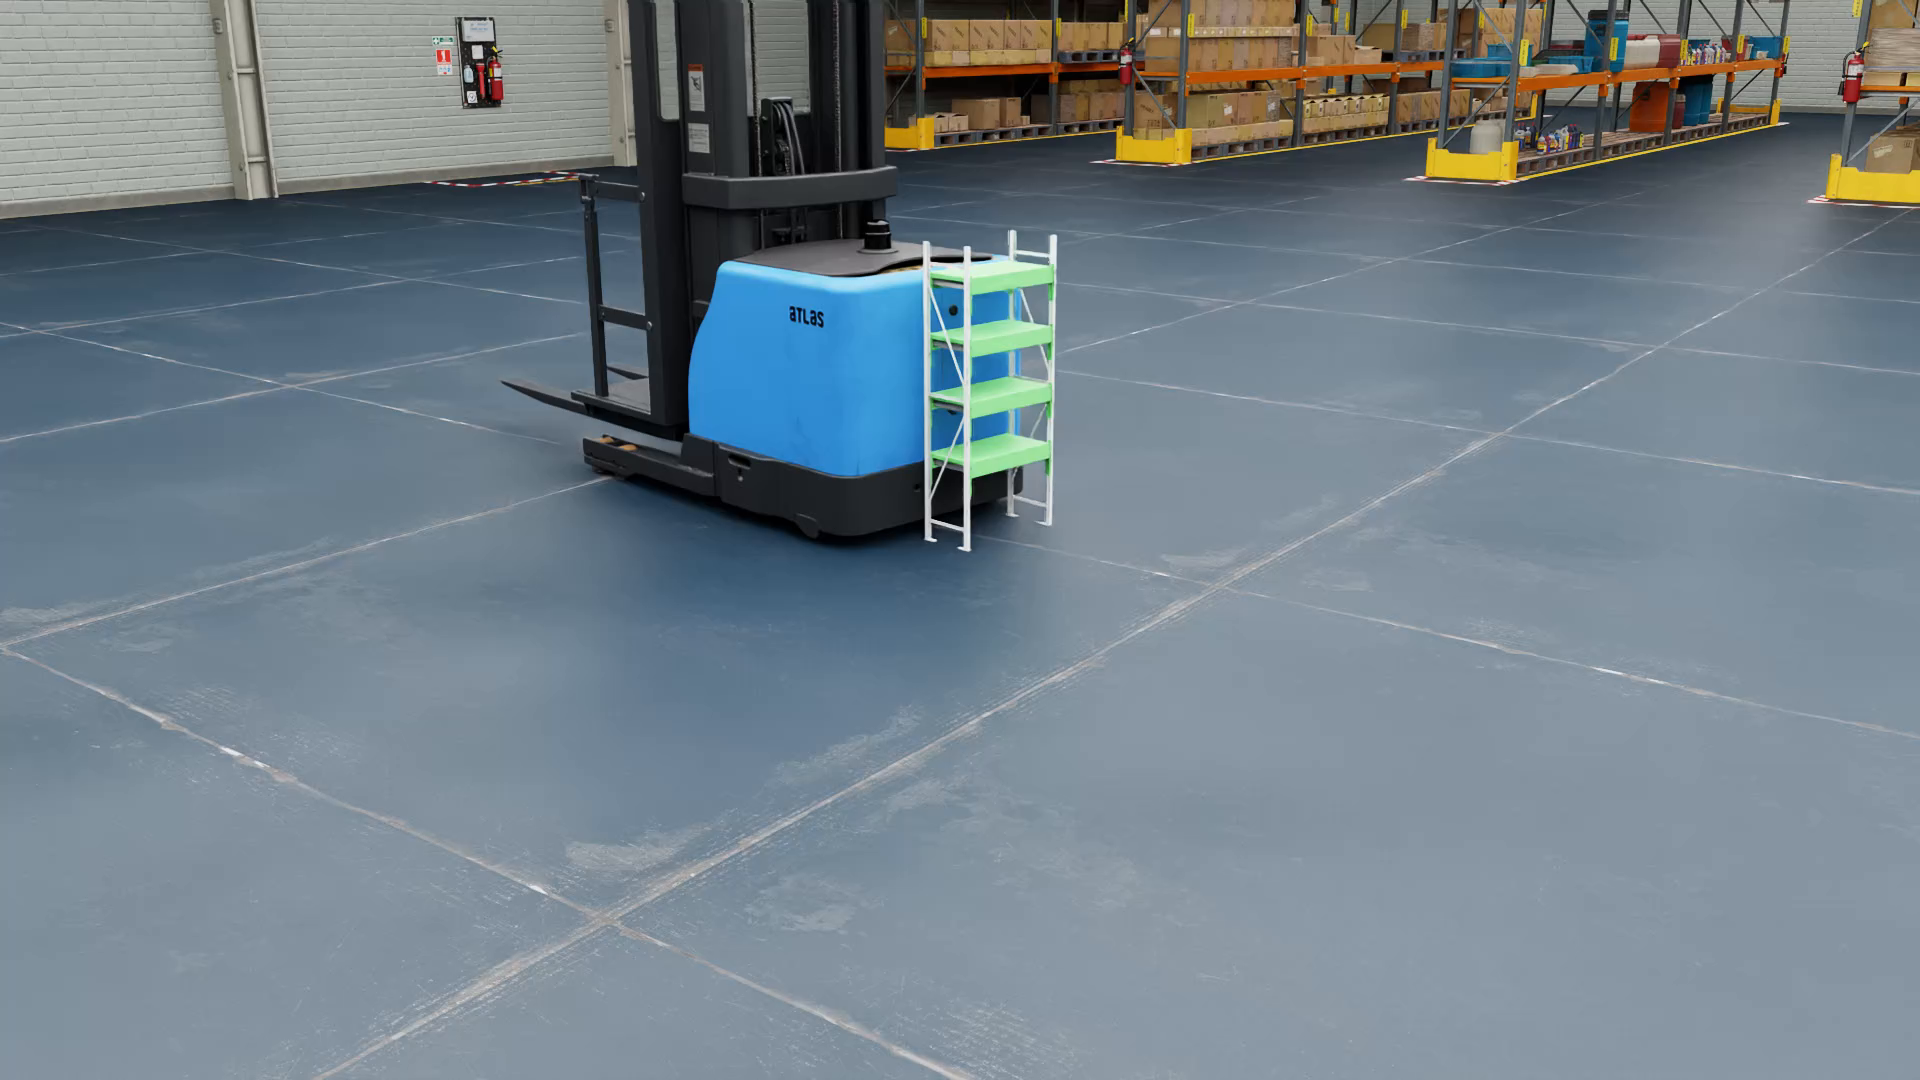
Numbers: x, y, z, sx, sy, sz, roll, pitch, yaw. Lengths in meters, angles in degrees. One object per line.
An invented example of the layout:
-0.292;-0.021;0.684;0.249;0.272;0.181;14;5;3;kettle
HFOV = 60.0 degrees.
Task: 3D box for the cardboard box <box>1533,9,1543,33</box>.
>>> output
12.442;-11.393;36.518;0.500;0.500;0.500;12;21;34;cardboard box

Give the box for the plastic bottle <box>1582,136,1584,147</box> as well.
9.346;-6.020;25.048;0.097;0.201;0.097;0;17;0;plastic bottle

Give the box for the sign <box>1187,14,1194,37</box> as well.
3.395;-7.563;24.447;0.100;0.325;0.005;12;21;35;sign

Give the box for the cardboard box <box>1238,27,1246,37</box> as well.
4.276;-7.990;26.153;0.380;0.149;0.250;13;21;35;cardboard box

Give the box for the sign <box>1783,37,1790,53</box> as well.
16.914;-10.130;34.033;0.100;0.325;0.005;12;21;35;sign

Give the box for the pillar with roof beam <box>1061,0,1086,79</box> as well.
5.727;-11.939;30.015;9.100;9.000;0.400;12;21;35;pillar with roof beam

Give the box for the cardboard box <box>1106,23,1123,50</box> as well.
2.743;-9.835;32.445;0.700;0.500;0.500;12;21;35;cardboard box

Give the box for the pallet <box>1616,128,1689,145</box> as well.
12.132;-7.104;29.264;1.003;0.211;1.213;12;21;35;pallet

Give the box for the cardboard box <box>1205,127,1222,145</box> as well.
3.746;-6.307;25.923;0.500;0.250;0.500;12;21;35;cardboard box

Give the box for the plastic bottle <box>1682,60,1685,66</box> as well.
12.445;-8.301;28.613;0.061;0.283;0.133;12;21;35;plastic bottle

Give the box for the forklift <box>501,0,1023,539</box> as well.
-1.110;-1.764;7.483;1.130;2.935;3.031;-16;23;-41;forklift

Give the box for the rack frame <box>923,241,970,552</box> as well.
-0.051;-0.552;6.499;0.240;1.200;0.015;16;24;42;rack frame

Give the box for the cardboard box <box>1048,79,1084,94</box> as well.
2.041;-8.697;31.899;0.500;0.250;0.500;12;21;34;cardboard box

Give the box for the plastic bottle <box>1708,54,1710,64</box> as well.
13.458;-8.676;29.958;0.097;0.201;0.097;0;17;0;plastic bottle

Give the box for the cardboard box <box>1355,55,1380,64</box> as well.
7.406;-8.734;30.233;0.380;0.149;0.250;12;21;35;cardboard box

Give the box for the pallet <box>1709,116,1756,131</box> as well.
15.212;-8.335;33.229;1.003;0.211;1.213;12;21;35;pallet

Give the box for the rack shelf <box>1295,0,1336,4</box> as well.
7.314;-12.509;38.123;1.077;0.370;4.000;12;21;35;rack shelf

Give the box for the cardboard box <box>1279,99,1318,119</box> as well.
5.783;-7.374;28.413;0.500;0.311;0.500;13;21;35;cardboard box

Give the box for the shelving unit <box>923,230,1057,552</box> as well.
0.121;-0.604;6.665;0.258;1.200;0.503;16;24;42;shelving unit

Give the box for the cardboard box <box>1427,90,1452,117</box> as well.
9.439;-8.682;33.116;0.500;0.500;0.500;13;21;35;cardboard box

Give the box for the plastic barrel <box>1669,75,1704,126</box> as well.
13.319;-8.096;30.588;0.600;0.901;0.708;12;21;35;plastic barrel

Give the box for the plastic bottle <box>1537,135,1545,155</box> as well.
8.259;-5.619;23.639;0.097;0.271;0.097;0;17;0;plastic bottle

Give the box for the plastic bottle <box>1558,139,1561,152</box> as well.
8.705;-5.764;24.222;0.097;0.201;0.097;0;17;0;plastic bottle

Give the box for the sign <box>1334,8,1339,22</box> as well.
8.933;-12.463;39.469;0.100;0.325;0.005;12;21;35;sign

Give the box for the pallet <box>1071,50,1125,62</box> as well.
2.592;-9.421;32.346;1.003;0.211;1.213;12;21;35;pallet

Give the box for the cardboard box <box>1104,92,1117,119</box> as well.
2.678;-8.601;32.857;0.700;0.500;0.500;12;21;34;cardboard box

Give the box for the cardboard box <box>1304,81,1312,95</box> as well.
7.871;-10.600;39.326;0.700;0.500;0.500;12;21;35;cardboard box

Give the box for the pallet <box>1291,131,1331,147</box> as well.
5.744;-7.015;28.976;1.003;0.211;1.213;12;21;35;pallet

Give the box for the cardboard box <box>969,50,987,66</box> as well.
0.124;-8.330;28.730;0.500;0.250;0.500;12;21;34;cardboard box

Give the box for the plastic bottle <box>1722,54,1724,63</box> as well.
14.056;-8.915;30.728;0.097;0.201;0.097;0;17;0;plastic bottle

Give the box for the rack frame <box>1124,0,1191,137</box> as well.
2.953;-7.211;24.907;1.000;3.000;0.127;12;21;35;rack frame

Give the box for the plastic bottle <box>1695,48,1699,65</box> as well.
12.938;-8.498;29.247;0.061;0.283;0.133;12;21;35;plastic bottle

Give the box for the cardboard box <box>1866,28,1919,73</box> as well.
11.256;-5.776;19.615;0.875;0.500;0.500;12;21;35;cardboard box

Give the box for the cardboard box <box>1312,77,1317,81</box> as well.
8.239;-10.966;39.411;0.380;0.149;0.250;12;21;34;cardboard box

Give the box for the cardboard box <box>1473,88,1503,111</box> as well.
11.218;-9.536;35.860;0.797;0.503;0.637;12;21;35;cardboard box

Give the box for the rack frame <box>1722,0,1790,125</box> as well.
16.462;-10.146;34.357;1.000;3.000;0.127;12;21;35;rack frame

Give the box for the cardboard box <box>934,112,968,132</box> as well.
-0.203;-7.296;28.973;0.500;0.311;0.500;15;22;39;cardboard box

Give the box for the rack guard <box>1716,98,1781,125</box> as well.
16.466;-8.960;34.754;1.175;0.500;0.348;12;21;35;rack guard

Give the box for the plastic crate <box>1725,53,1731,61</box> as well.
14.471;-9.181;31.595;0.396;0.136;0.243;12;21;35;plastic crate

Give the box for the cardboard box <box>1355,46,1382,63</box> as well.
7.468;-8.995;30.802;0.500;0.311;0.500;14;22;38;cardboard box

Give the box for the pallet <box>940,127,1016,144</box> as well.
0.257;-7.249;29.730;1.003;0.211;1.213;12;21;35;pallet

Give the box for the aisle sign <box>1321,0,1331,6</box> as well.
8.790;-13.102;39.494;0.394;0.787;0.004;12;21;35;aisle sign

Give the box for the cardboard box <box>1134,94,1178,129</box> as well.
3.033;-6.637;25.722;0.500;0.500;0.500;12;21;35;cardboard box

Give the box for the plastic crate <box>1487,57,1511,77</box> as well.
7.378;-6.590;23.157;0.499;0.251;0.408;12;21;35;plastic crate

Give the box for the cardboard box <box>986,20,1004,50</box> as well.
0.412;-8.805;28.995;0.500;0.500;0.500;13;22;36;cardboard box

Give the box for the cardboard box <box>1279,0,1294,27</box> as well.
5.077;-8.724;27.424;0.700;0.500;0.500;13;21;35;cardboard box

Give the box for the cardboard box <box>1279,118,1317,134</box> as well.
5.776;-7.104;28.489;0.500;0.250;0.500;12;21;33;cardboard box

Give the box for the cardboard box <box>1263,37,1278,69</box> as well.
4.768;-7.978;27.208;0.700;0.500;0.500;12;21;34;cardboard box

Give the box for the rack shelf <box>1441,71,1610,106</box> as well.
8.120;-6.468;23.727;1.077;0.370;4.000;12;21;35;rack shelf

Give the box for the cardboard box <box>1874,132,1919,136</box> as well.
11.621;-4.761;20.523;0.500;0.500;0.500;-13;22;-36;cardboard box

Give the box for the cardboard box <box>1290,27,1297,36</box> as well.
5.346;-8.419;27.534;0.380;0.149;0.250;12;21;35;cardboard box

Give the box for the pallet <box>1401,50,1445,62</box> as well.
8.875;-9.489;32.566;1.003;0.211;1.213;12;21;35;pallet

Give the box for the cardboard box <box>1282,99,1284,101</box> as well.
5.347;-7.466;28.711;0.500;0.311;0.500;12;21;35;cardboard box

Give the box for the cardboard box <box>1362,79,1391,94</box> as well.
8.119;-8.769;32.134;0.500;0.250;0.500;13;22;37;cardboard box

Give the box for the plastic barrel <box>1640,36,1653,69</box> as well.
11.003;-7.911;26.971;0.421;0.512;0.421;0;17;0;plastic barrel

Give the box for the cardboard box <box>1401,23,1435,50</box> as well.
8.703;-9.719;32.106;0.500;0.500;0.700;-15;23;-40;cardboard box

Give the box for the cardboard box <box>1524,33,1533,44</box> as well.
12.132;-10.791;36.266;0.500;0.500;0.500;13;21;35;cardboard box
